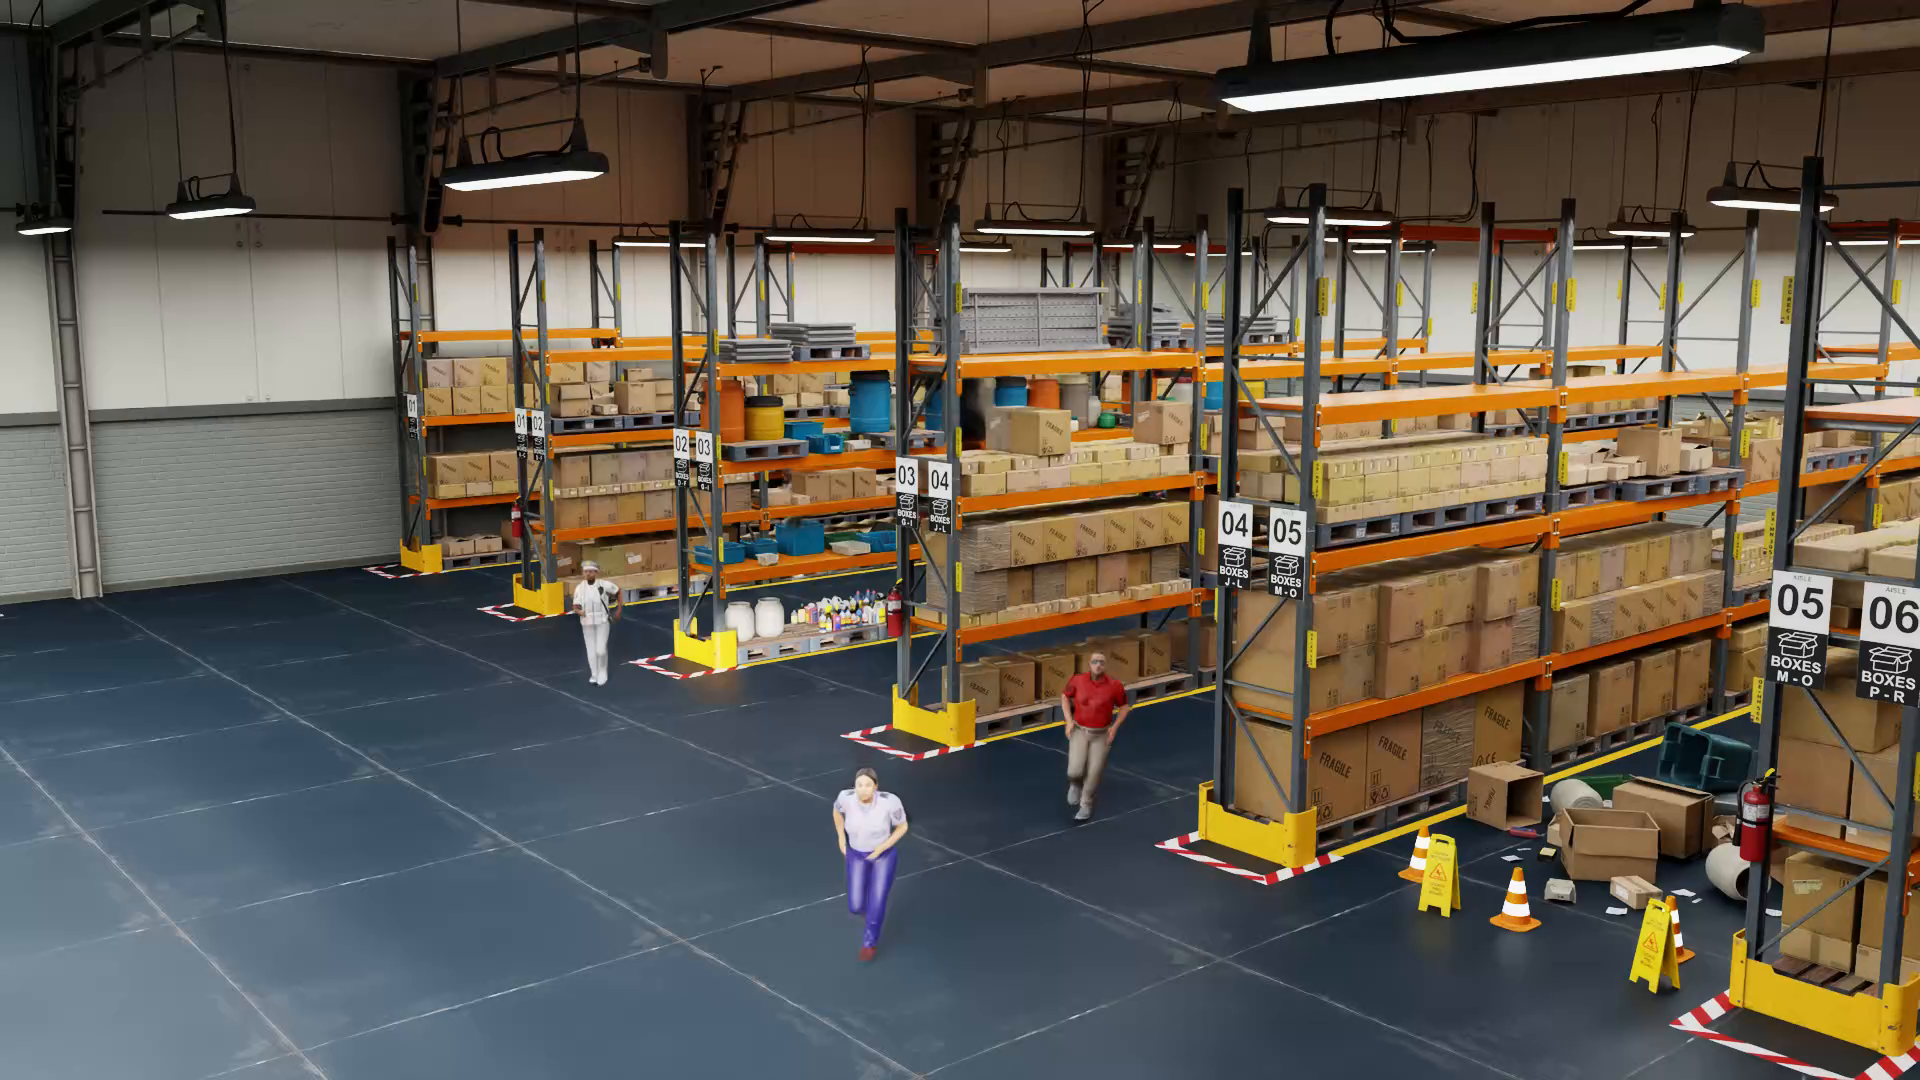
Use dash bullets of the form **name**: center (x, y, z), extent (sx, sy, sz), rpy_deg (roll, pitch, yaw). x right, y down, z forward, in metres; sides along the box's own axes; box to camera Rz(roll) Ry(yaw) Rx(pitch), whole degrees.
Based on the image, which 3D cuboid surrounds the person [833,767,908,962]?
- **person**: center (-0.689, 2.465, 12.814), extent (0.597, 1.580, 0.699), rpy_deg (1, 9, 4)

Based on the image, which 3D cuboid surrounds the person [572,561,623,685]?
- **person**: center (-4.647, 1.067, 21.303), extent (0.589, 1.652, 0.811), rpy_deg (0, 9, 0)

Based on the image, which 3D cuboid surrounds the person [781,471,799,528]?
- **person**: center (-3.235, -0.540, 32.005), extent (0.813, 1.589, 0.543), rpy_deg (-6, 11, -36)

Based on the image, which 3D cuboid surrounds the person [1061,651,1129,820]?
- **person**: center (1.301, 1.889, 16.139), extent (0.667, 1.662, 0.562), rpy_deg (1, 9, 9)
